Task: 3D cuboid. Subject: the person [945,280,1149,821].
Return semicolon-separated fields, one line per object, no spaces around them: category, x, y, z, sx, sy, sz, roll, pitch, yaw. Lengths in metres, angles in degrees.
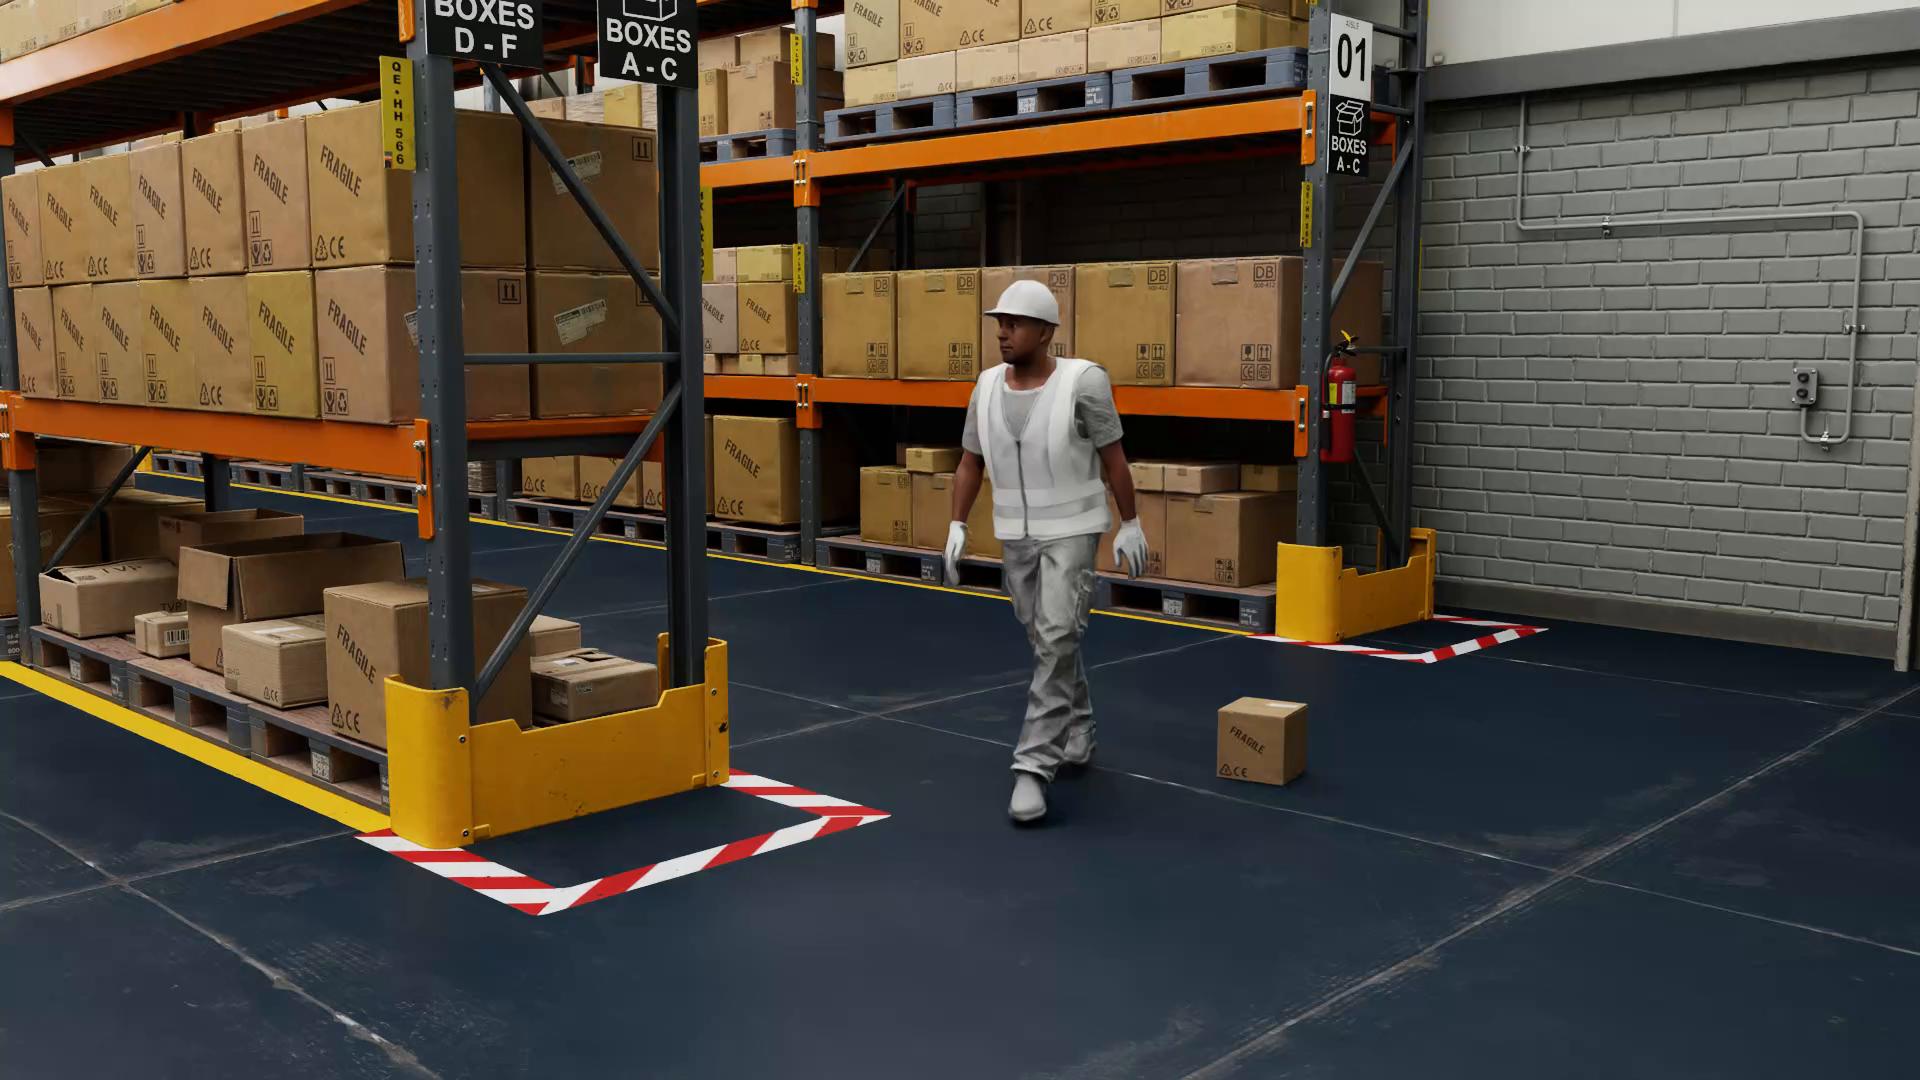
person;0.276;-0.013;5.735;0.609;1.744;0.892;5;9;36
